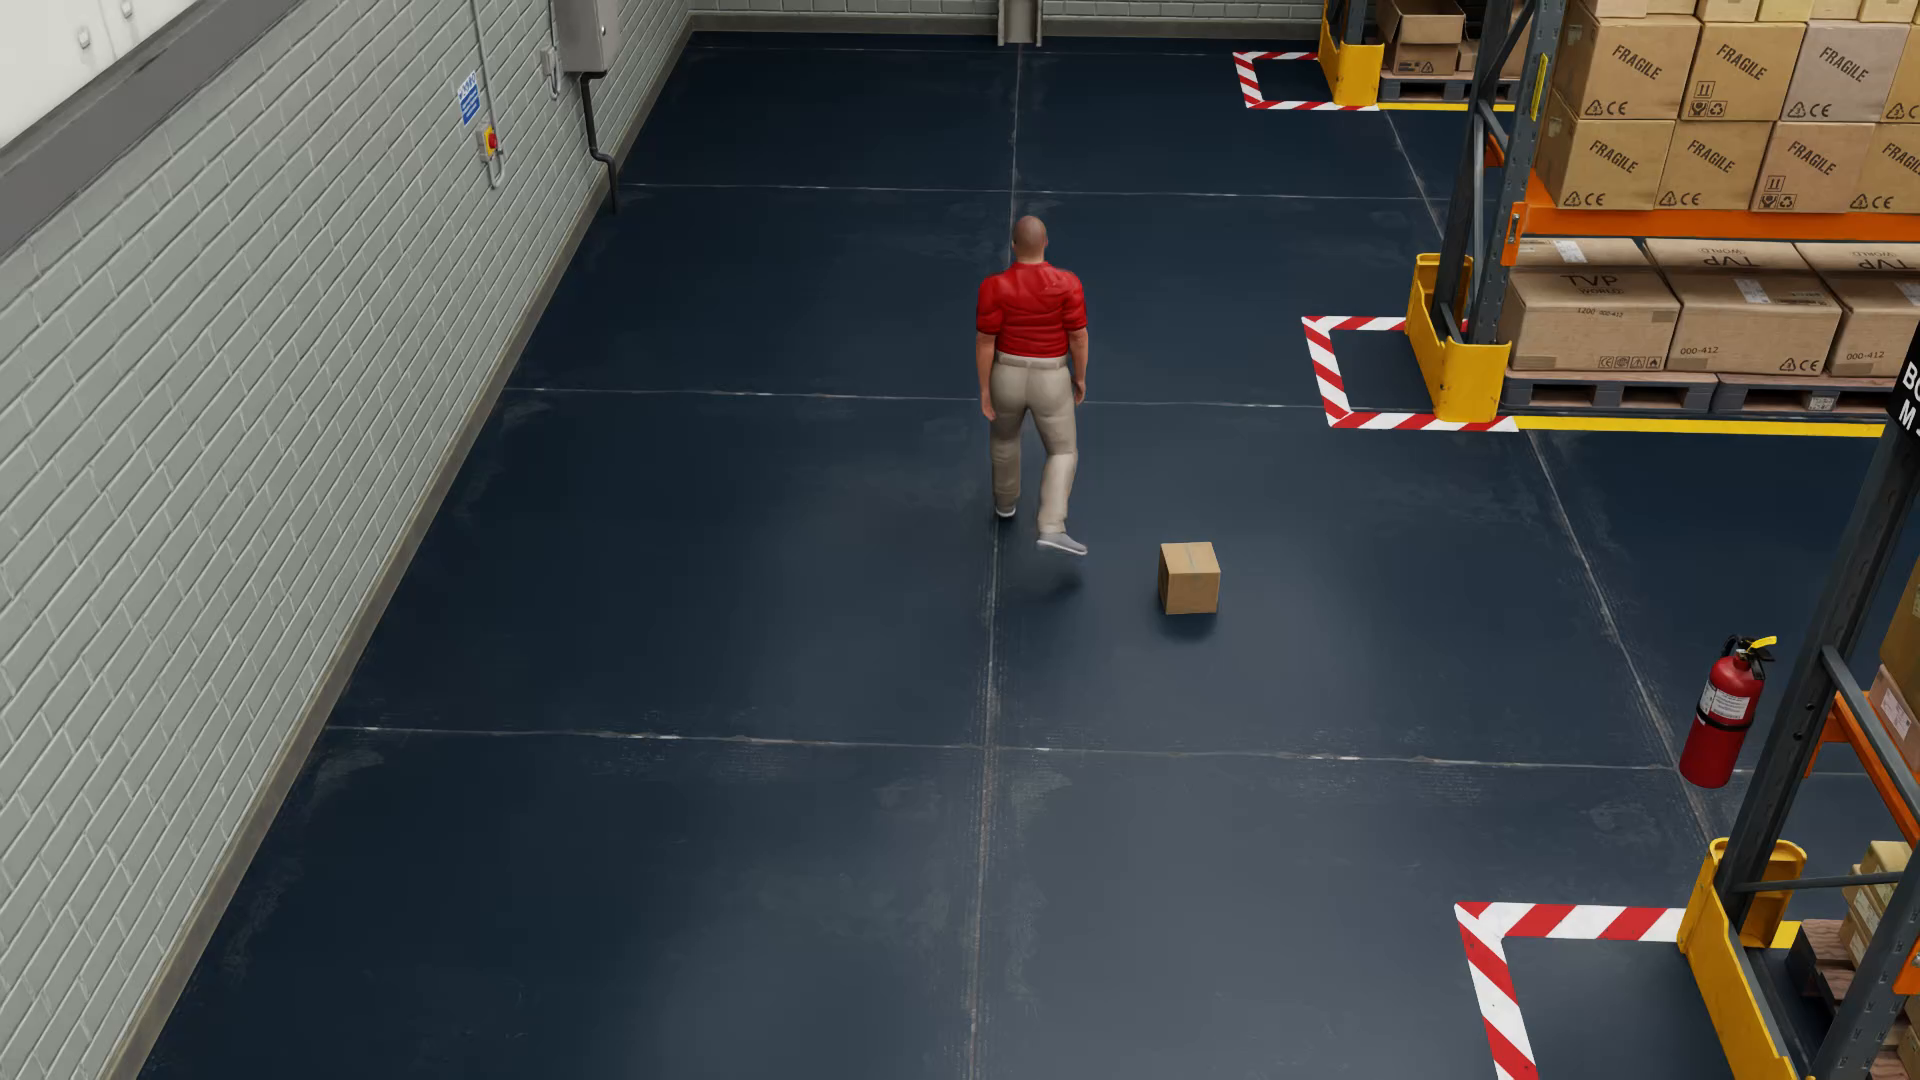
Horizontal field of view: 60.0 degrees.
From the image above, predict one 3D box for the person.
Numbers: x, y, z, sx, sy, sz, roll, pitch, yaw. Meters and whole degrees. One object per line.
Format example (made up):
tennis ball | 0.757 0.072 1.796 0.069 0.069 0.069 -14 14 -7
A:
person | 0.370 -0.736 8.145 0.601 1.705 0.874 4 36 5
